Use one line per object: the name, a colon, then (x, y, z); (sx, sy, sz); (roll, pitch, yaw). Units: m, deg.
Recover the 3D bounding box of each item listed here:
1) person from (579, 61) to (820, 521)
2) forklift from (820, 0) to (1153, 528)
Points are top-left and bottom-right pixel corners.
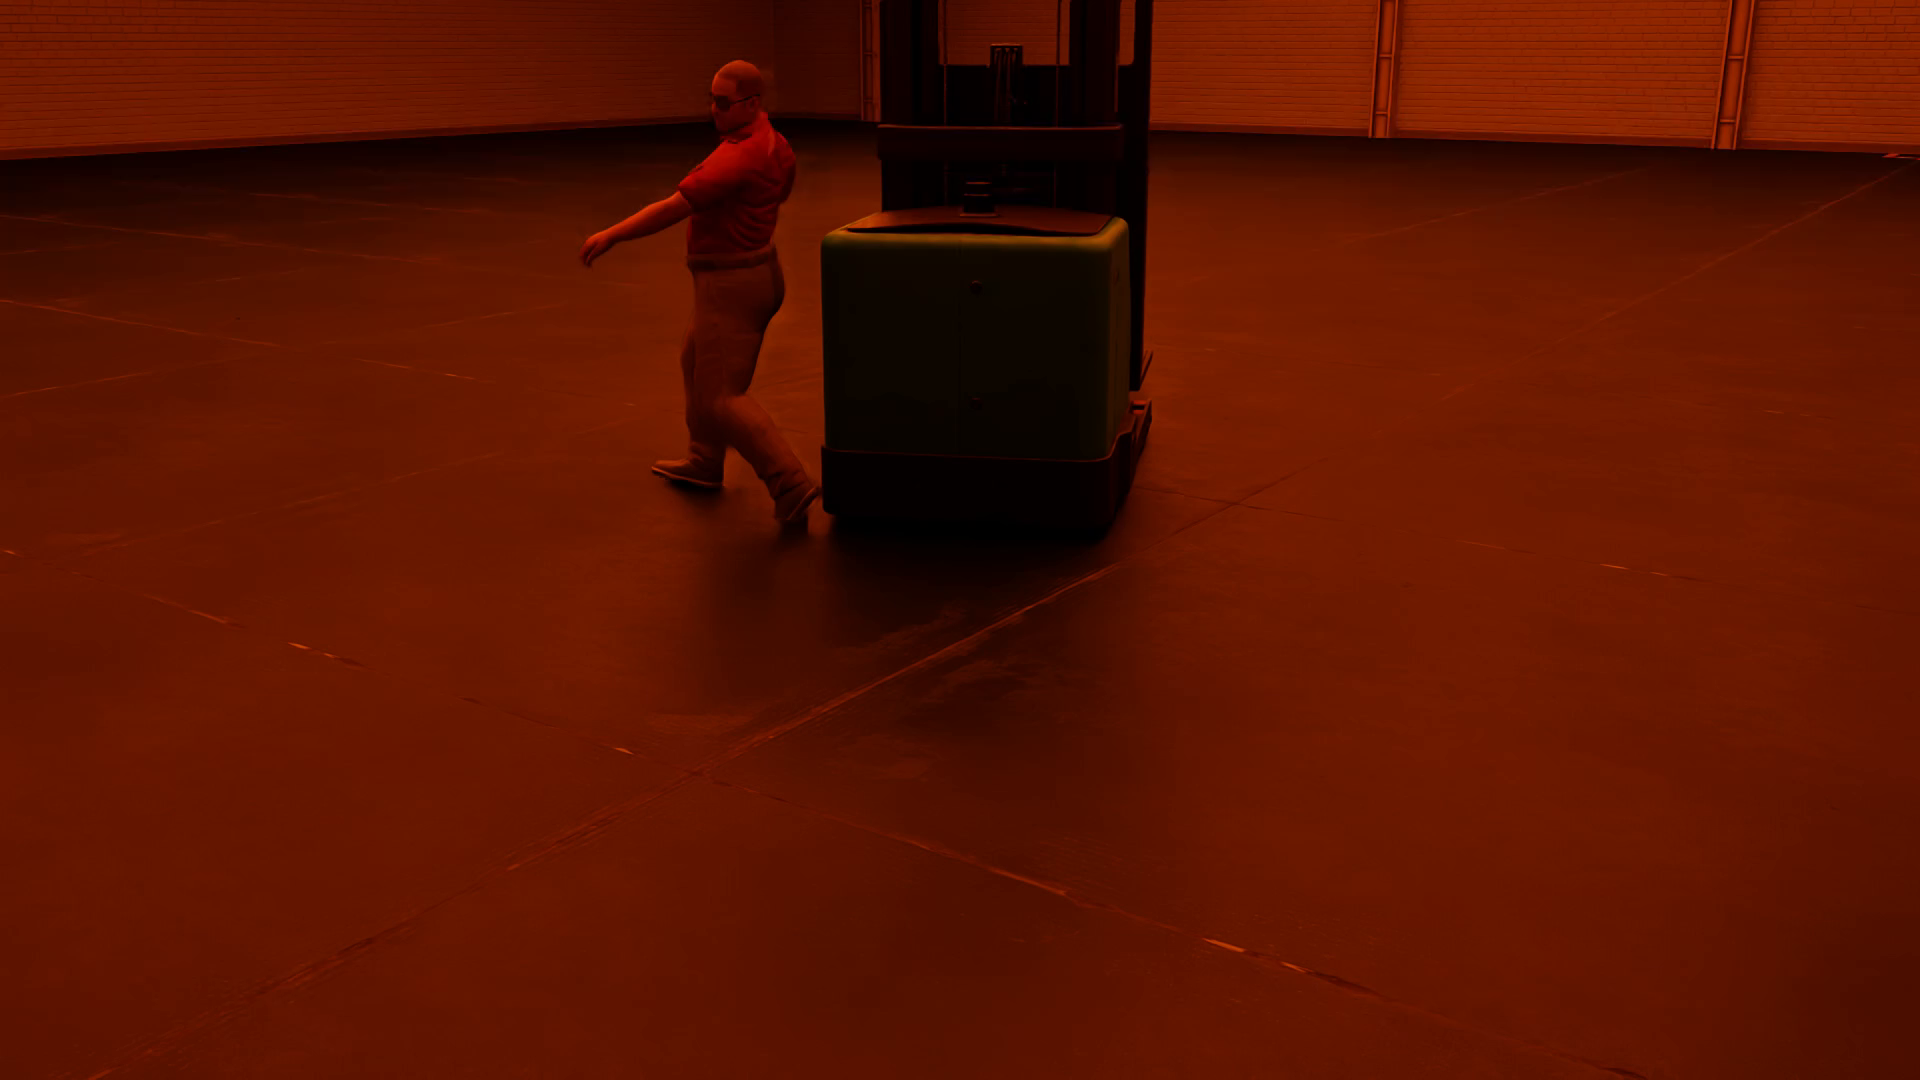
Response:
person: (-0.901, -0.918, 6.333); (0.865, 1.748, 0.866); (3, 17, 9)
forklift: (0.264, -1.827, 6.943); (1.130, 2.935, 3.031); (3, 17, 10)
